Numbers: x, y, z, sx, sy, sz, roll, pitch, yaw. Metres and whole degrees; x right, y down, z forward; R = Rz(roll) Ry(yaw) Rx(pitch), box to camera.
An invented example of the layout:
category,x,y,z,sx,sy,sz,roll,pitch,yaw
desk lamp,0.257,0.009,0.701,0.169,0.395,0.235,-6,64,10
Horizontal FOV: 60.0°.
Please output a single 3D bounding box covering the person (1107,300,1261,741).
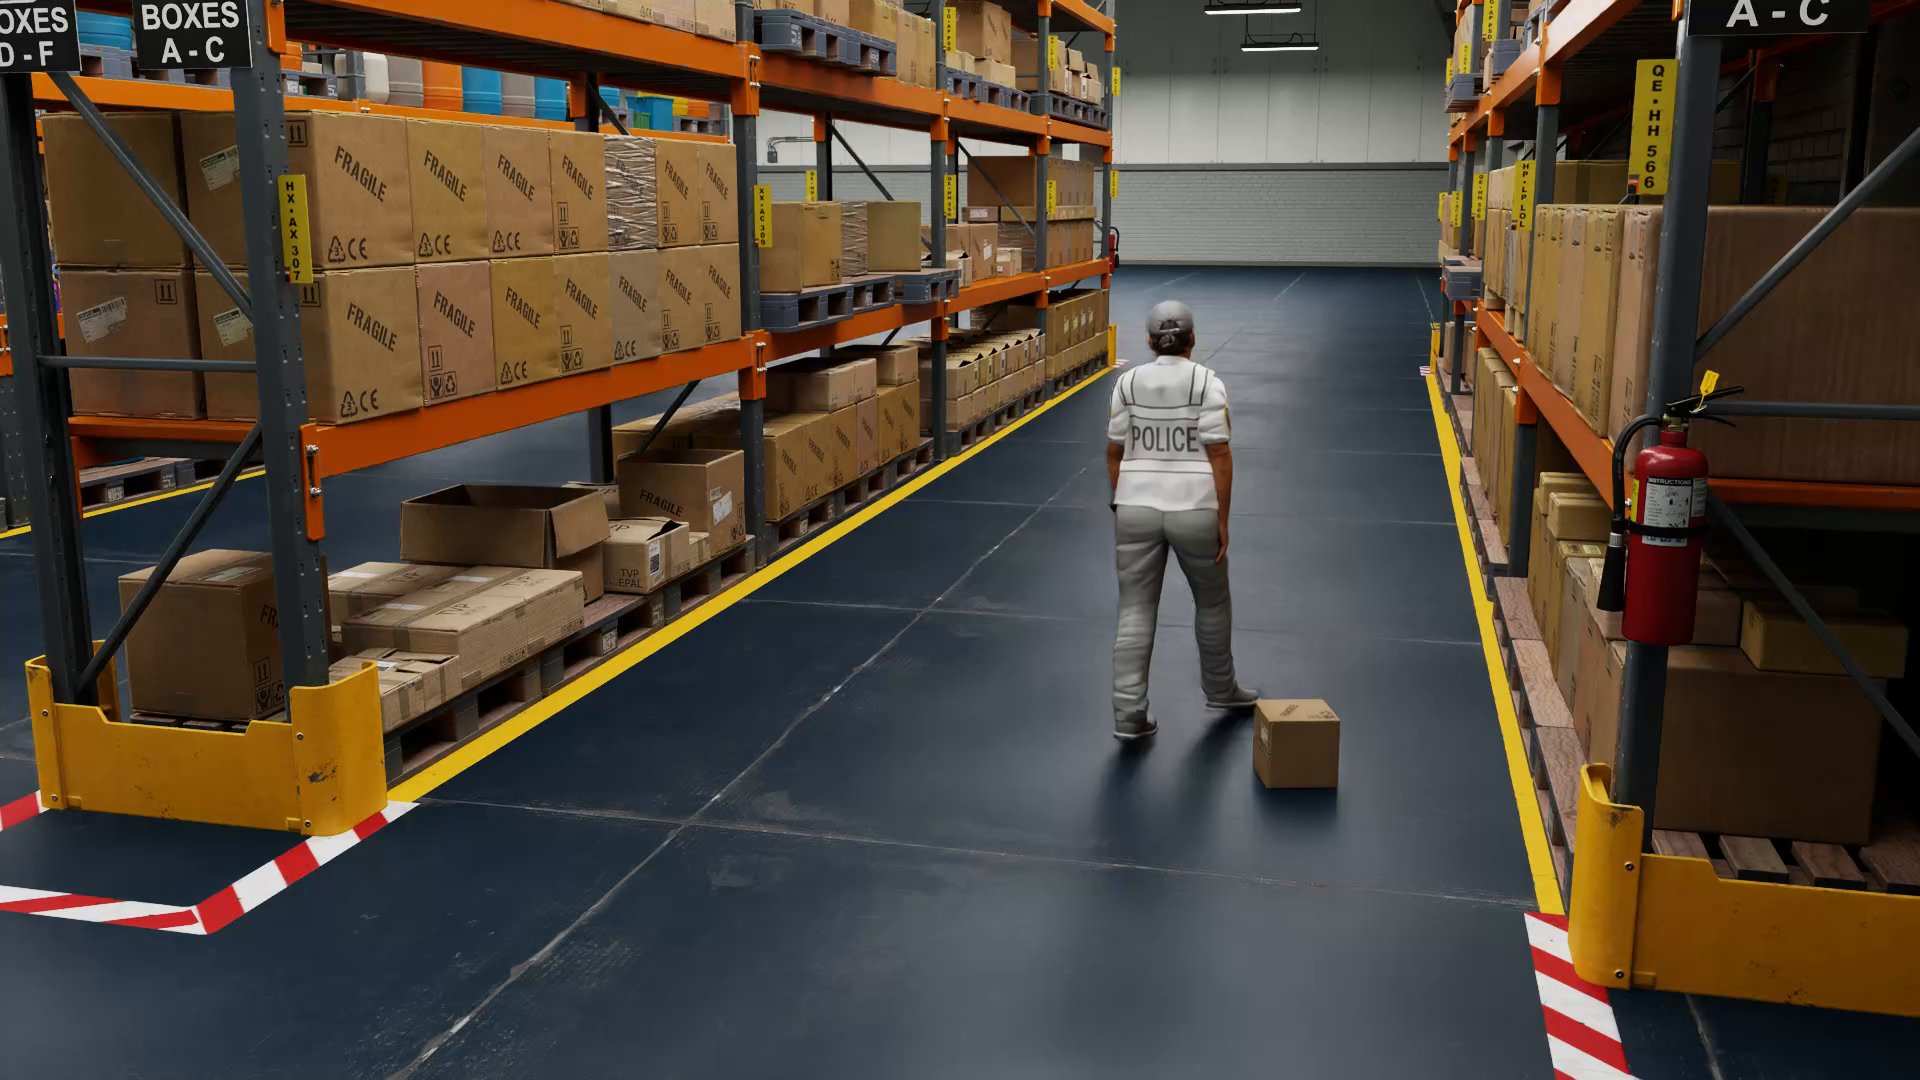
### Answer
category,x,y,z,sx,sy,sz,roll,pitch,yaw
person,0.832,-0.085,6.330,0.572,1.639,0.822,4,12,18
